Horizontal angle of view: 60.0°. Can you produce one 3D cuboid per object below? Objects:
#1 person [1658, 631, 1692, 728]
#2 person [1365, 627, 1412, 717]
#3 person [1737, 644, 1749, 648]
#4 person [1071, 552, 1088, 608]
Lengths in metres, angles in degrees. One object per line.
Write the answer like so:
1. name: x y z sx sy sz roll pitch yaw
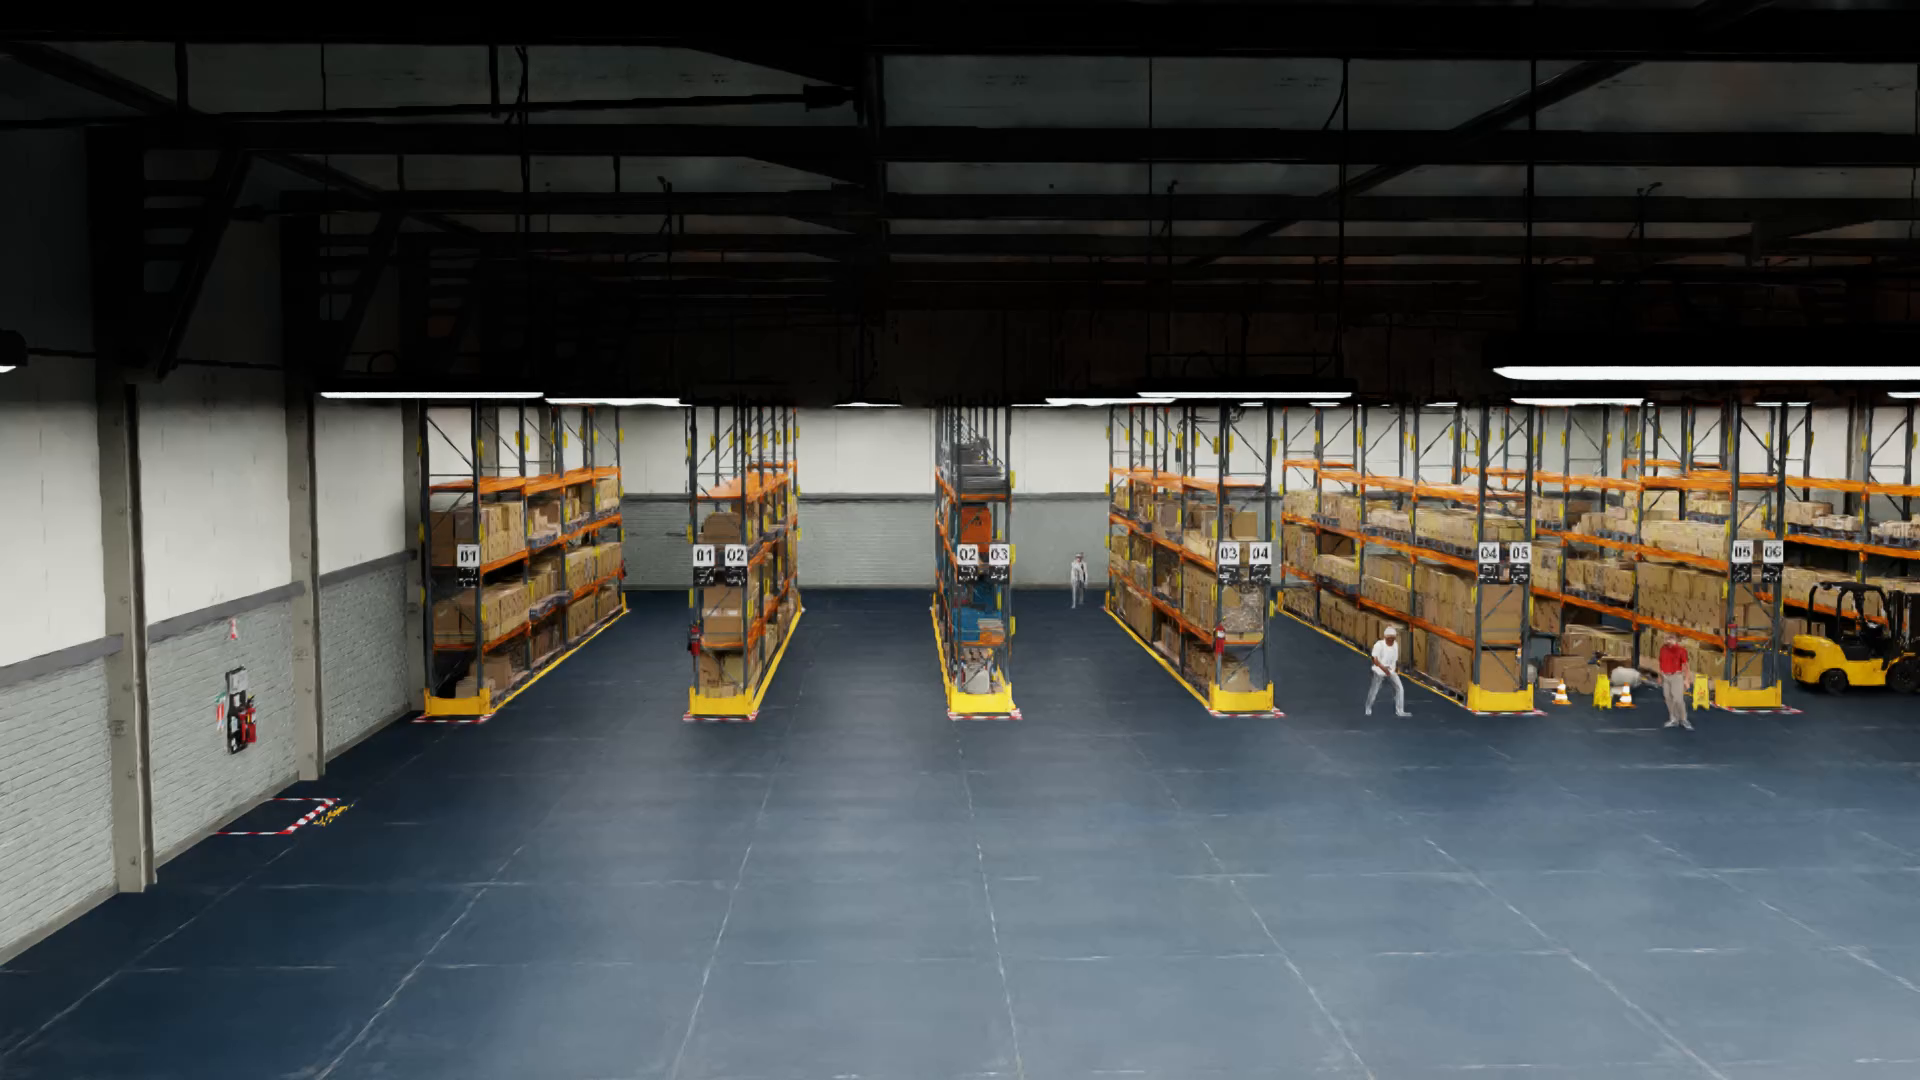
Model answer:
1. person: 12.850 2.501 29.899 0.415 1.720 0.659 -3 5 -34
2. person: 7.896 2.436 30.861 0.713 1.698 0.809 -2 5 -21
3. person: 18.035 1.859 38.541 0.556 1.641 0.606 2 5 24
4. person: 3.440 1.132 47.998 0.508 1.588 1.054 0 5 6
